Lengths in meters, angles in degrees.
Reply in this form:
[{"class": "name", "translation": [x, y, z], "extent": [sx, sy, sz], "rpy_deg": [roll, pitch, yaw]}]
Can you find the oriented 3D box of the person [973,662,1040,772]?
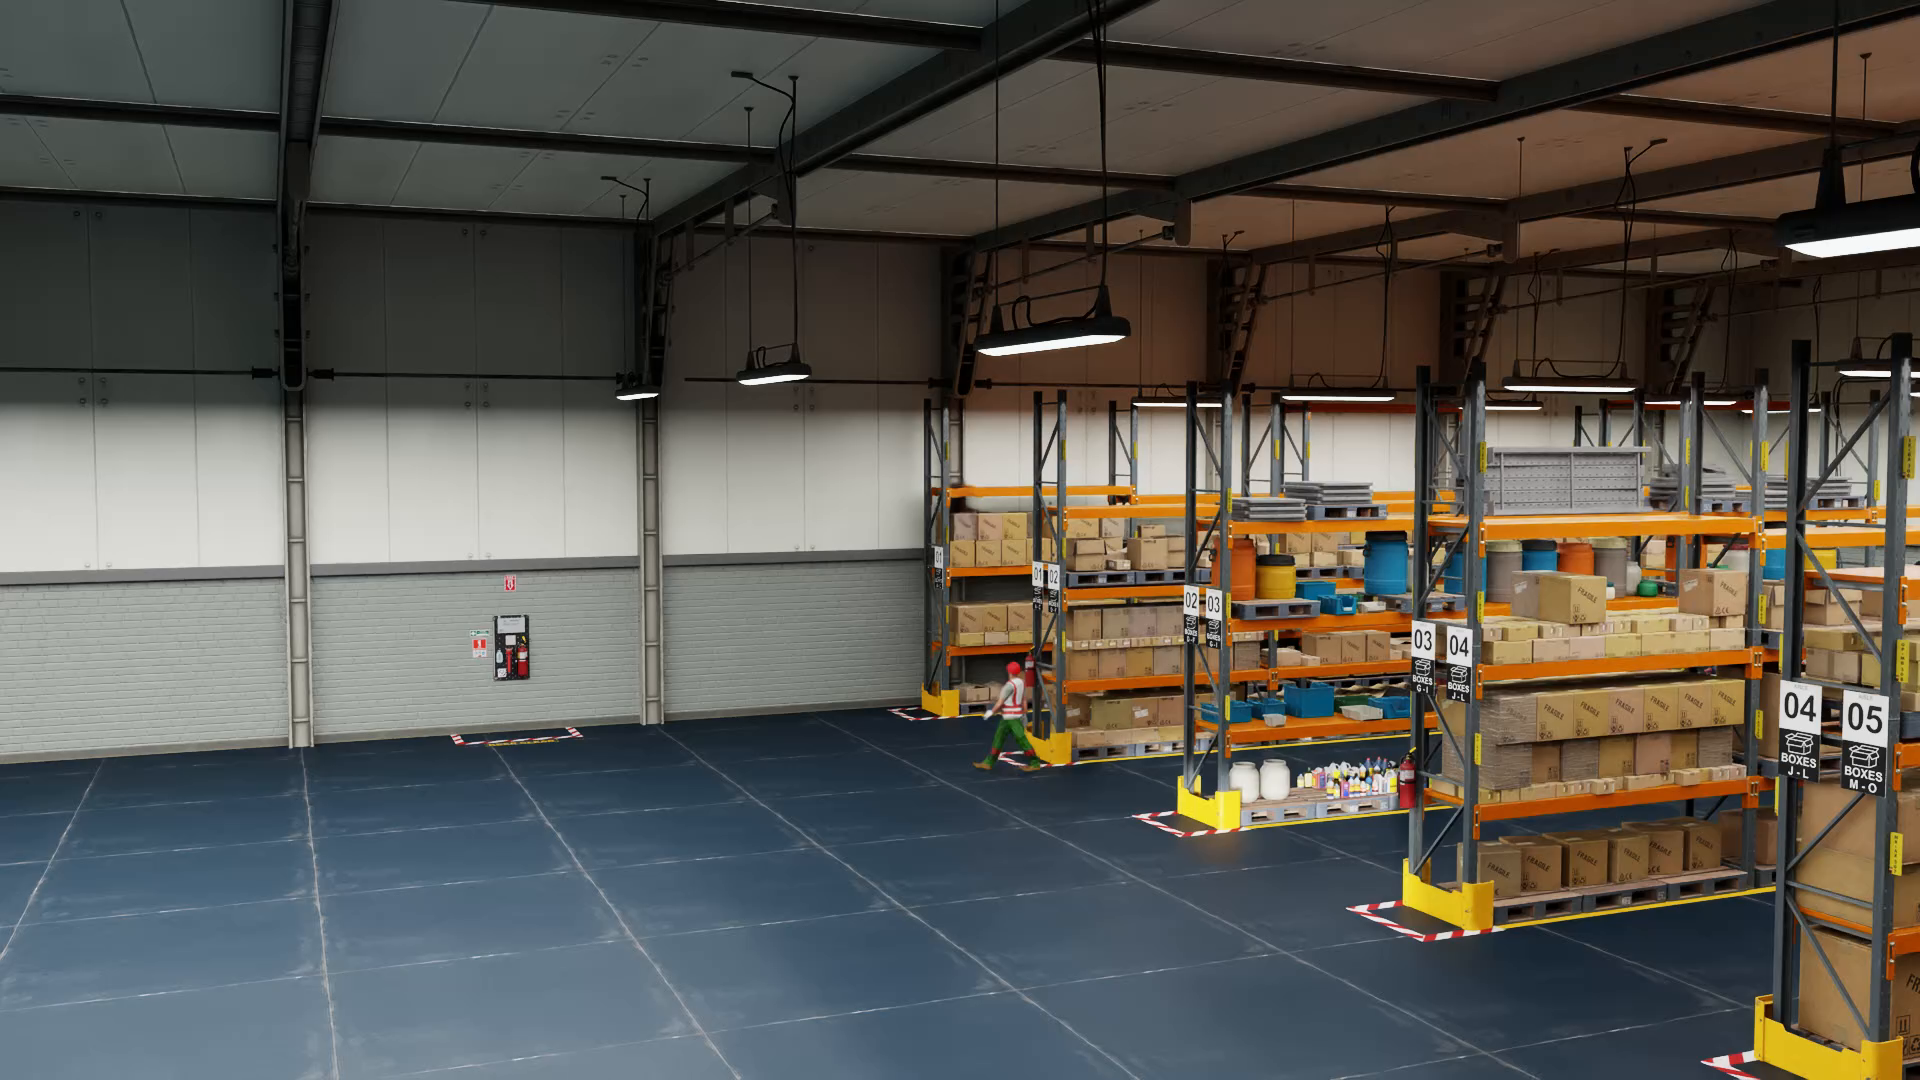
[{"class": "person", "translation": [0.727, 2.753, 25.928], "extent": [1.051, 1.731, 0.480], "rpy_deg": [0, 3, -1]}]
